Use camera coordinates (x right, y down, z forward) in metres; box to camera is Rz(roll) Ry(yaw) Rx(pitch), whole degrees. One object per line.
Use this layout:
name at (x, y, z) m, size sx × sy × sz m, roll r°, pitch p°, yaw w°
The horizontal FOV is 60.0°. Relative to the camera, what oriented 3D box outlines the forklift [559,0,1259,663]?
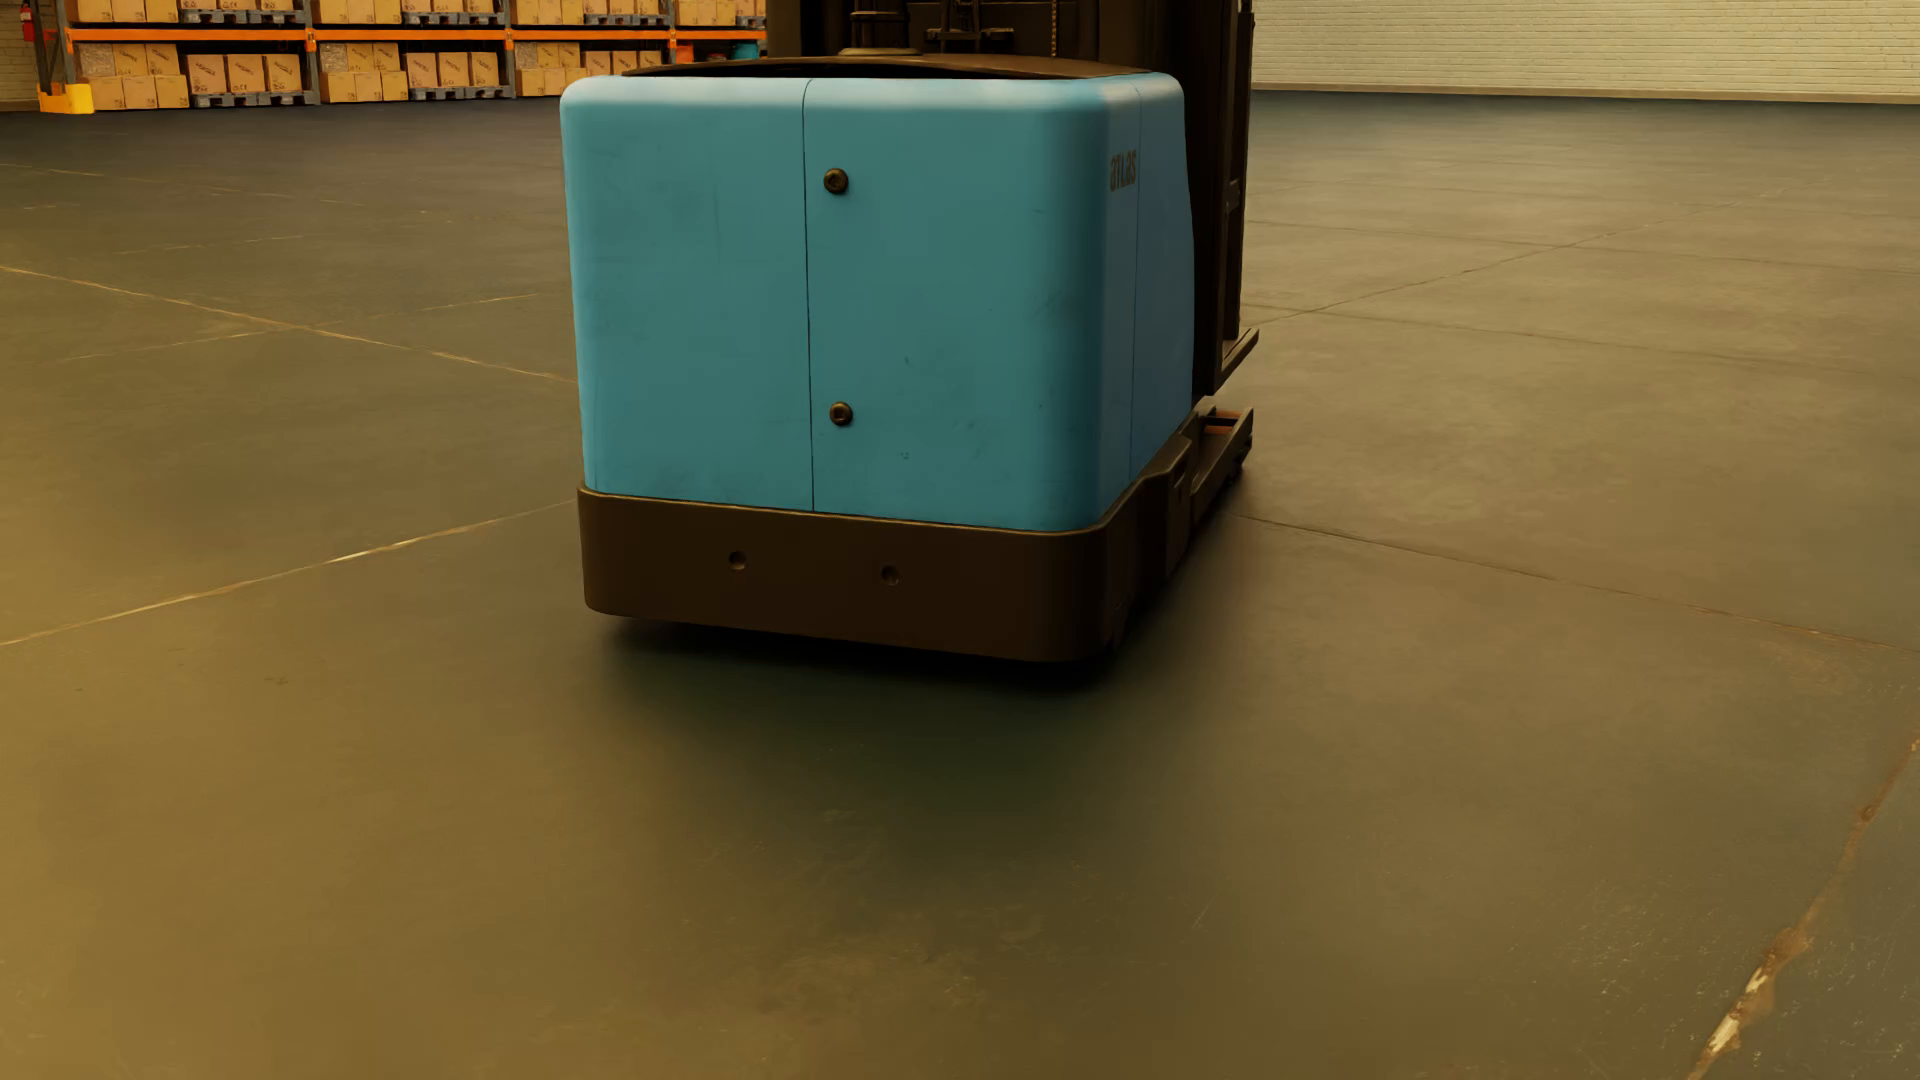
forklift at (0.182, -1.571, 4.072) m, size 1.130 × 2.935 × 3.031 m, roll 5°, pitch 18°, yaw 17°
